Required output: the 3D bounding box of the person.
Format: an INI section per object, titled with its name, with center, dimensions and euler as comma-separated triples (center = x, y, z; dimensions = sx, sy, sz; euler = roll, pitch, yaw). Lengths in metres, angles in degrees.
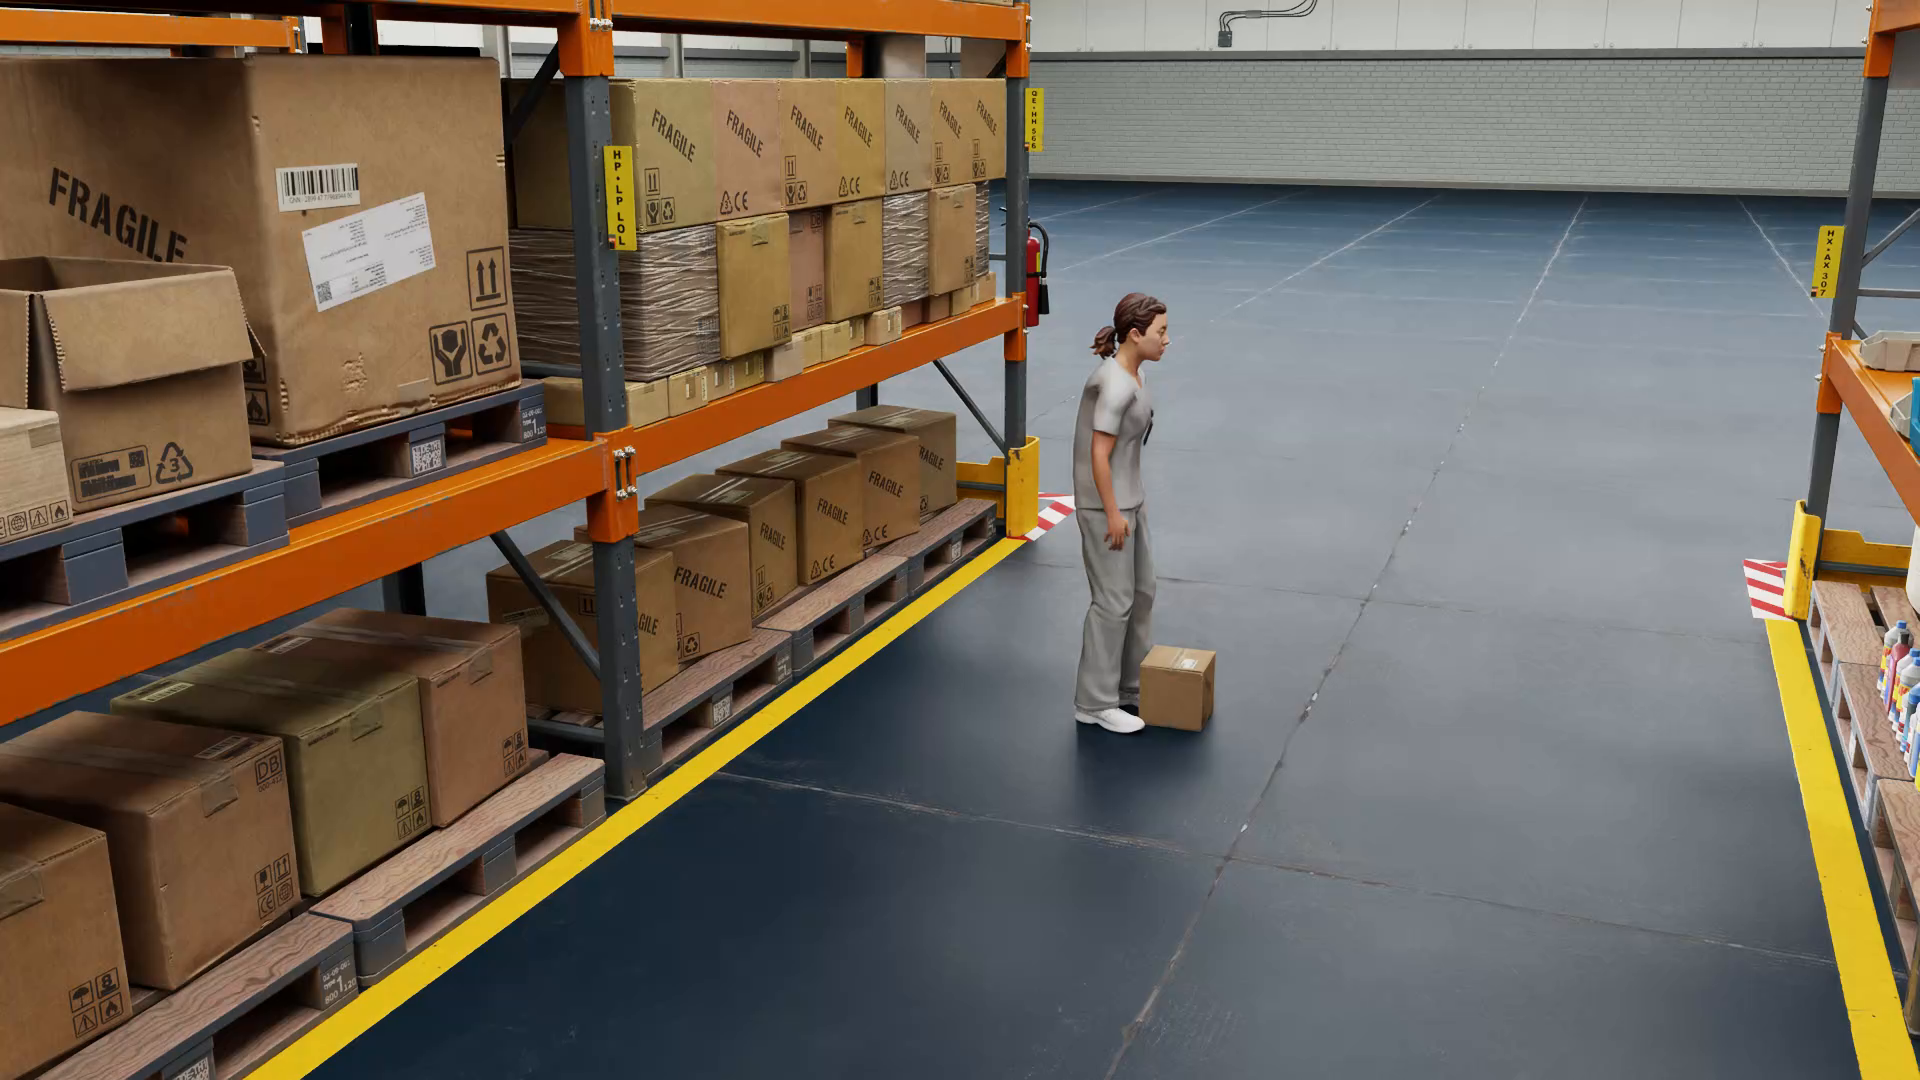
[person]
center = 0.649, -0.118, 6.462
dimensions = 0.417, 1.667, 0.510
euler = 5, 16, 17
